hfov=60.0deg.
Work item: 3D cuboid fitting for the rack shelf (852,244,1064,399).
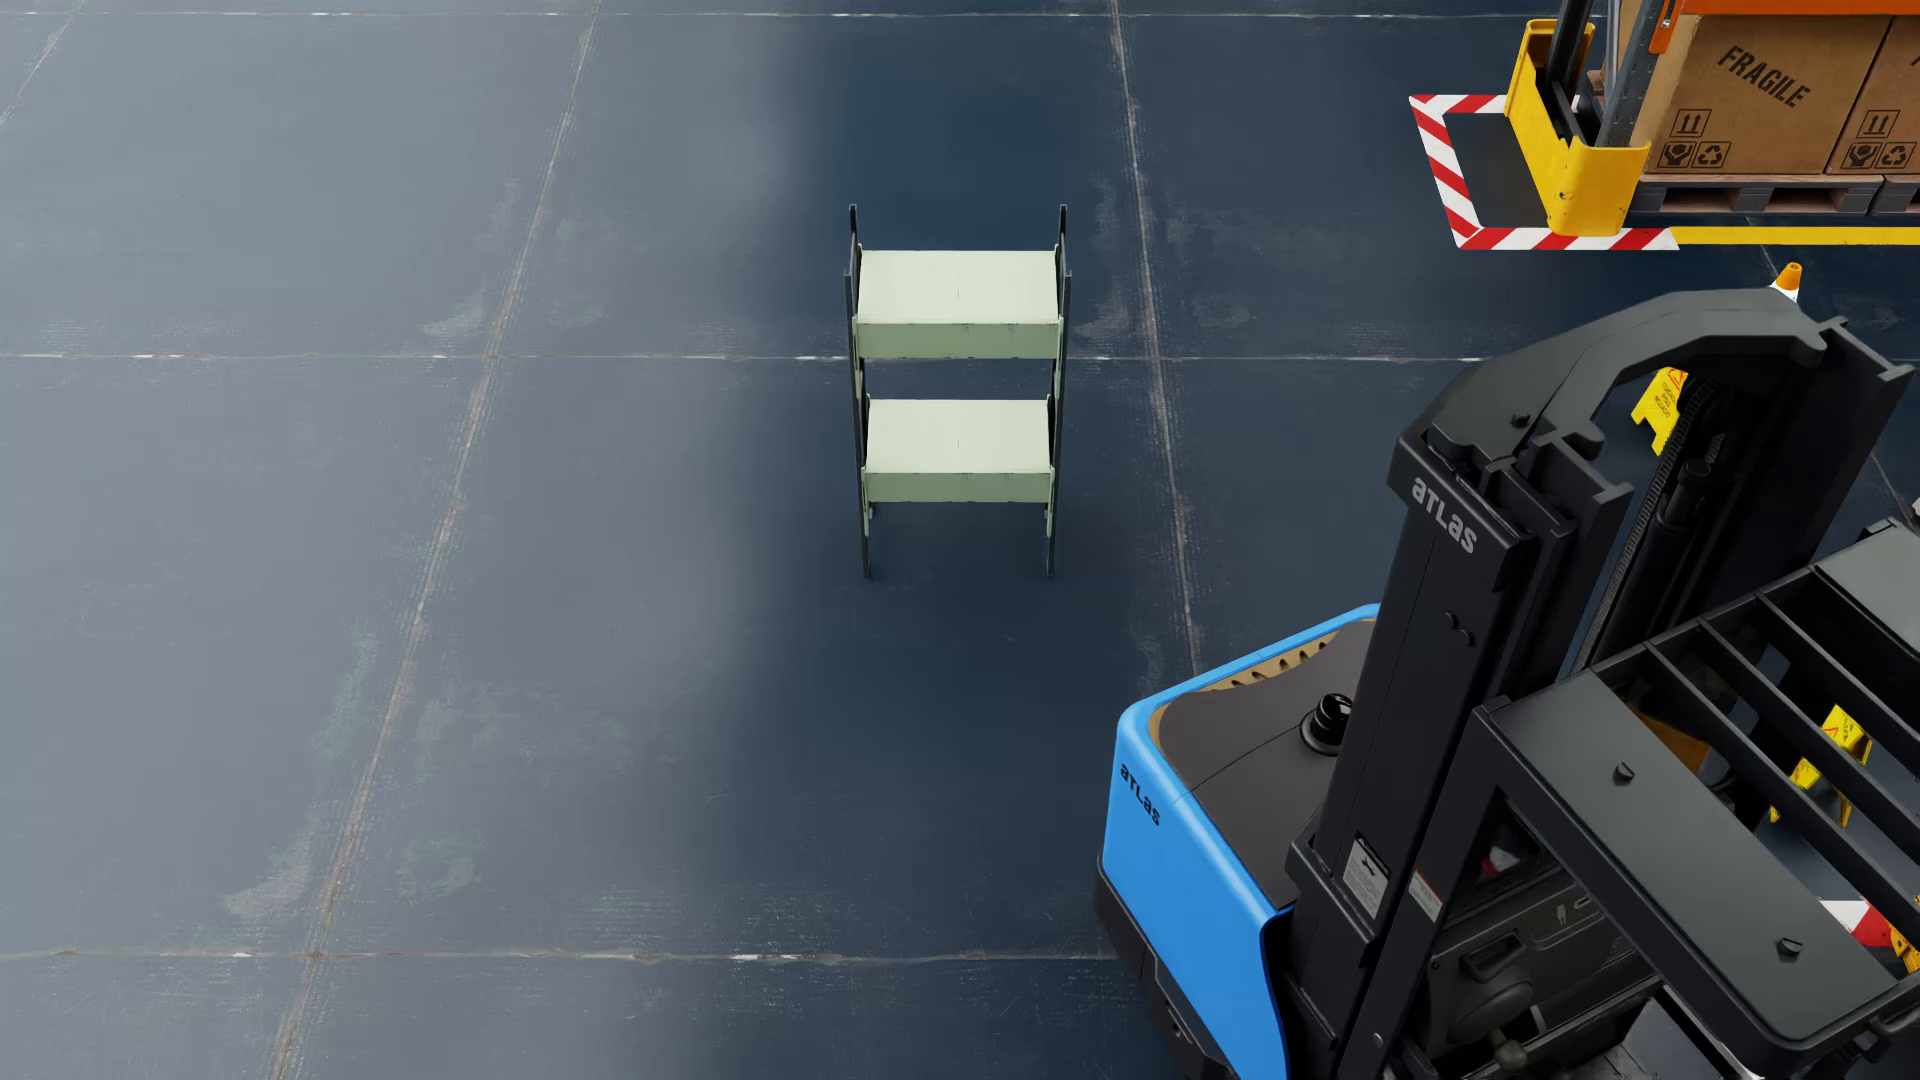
[{"bbox_3d":[-0.007,-0.777,5.915,0.720,0.370,0.431,0,47,0],"label":"rack shelf"}]

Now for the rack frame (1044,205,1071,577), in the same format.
[{"bbox_3d":[0.359,-0.510,6.200,0.023,1.500,0.400,0,47,0],"label":"rack frame"}]

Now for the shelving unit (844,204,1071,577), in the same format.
[{"bbox_3d":[-0.007,-0.511,6.201,0.755,1.500,0.431,0,47,0],"label":"shelving unit"}]

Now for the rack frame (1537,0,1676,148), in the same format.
[{"bbox_3d":[3.099,-2.935,7.432,0.127,3.000,1.000,0,47,0],"label":"rack frame"}]

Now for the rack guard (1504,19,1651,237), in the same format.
[{"bbox_3d":[3.075,-2.083,8.347,0.348,0.500,1.175,0,47,0],"label":"rack guard"}]

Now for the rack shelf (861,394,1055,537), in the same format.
[{"bbox_3d":[-0.007,-0.289,6.440,0.720,0.370,0.431,0,47,0],"label":"rack shelf"}]

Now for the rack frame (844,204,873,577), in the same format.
[{"bbox_3d":[-0.373,-0.512,6.202,0.023,1.500,0.400,0,47,0],"label":"rack frame"}]

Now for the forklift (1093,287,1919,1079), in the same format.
[{"bbox_3d":[1.564,1.028,3.790,1.130,2.935,3.031,-21,50,-18],"label":"forklift"}]

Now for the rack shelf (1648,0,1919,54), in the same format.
[{"bbox_3d":[5.099,-2.684,7.691,4.000,0.370,1.077,0,47,0],"label":"rack shelf"}]

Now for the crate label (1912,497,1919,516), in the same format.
[{"bbox_3d":[4.067,-0.136,6.783,0.298,0.136,0.250,-23,51,-20],"label":"crate label"}]

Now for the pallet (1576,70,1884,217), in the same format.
[{"bbox_3d":[3.899,-2.040,8.504,1.213,0.211,1.003,0,47,0],"label":"pallet"}]

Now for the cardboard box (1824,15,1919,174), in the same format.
[{"bbox_3d":[4.658,-2.400,8.099,0.875,0.875,0.875,-1,47,0],"label":"cardboard box"}]

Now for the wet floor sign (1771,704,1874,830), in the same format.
[{"bbox_3d":[2.996,0.707,5.651,0.232,0.644,0.267,15,49,14],"label":"wet floor sign"}]

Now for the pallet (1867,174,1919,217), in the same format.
[{"bbox_3d":[5.116,-2.034,8.499,1.213,0.211,1.003,0,47,0],"label":"pallet"}]

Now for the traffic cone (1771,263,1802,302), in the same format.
[{"bbox_3d":[3.625,-1.030,7.392,0.334,0.463,0.336,0,47,0],"label":"traffic cone"}]

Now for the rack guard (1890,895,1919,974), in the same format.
[{"bbox_3d":[3.258,1.541,4.974,0.348,0.500,1.175,0,47,0],"label":"rack guard"}]

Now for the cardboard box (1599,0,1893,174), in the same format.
[{"bbox_3d":[3.778,-2.400,8.100,0.875,0.875,0.875,0,47,0],"label":"cardboard box"}]

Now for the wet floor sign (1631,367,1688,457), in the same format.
[{"bbox_3d":[3.063,-0.683,6.945,0.232,0.644,0.267,-7,47,-7],"label":"wet floor sign"}]
